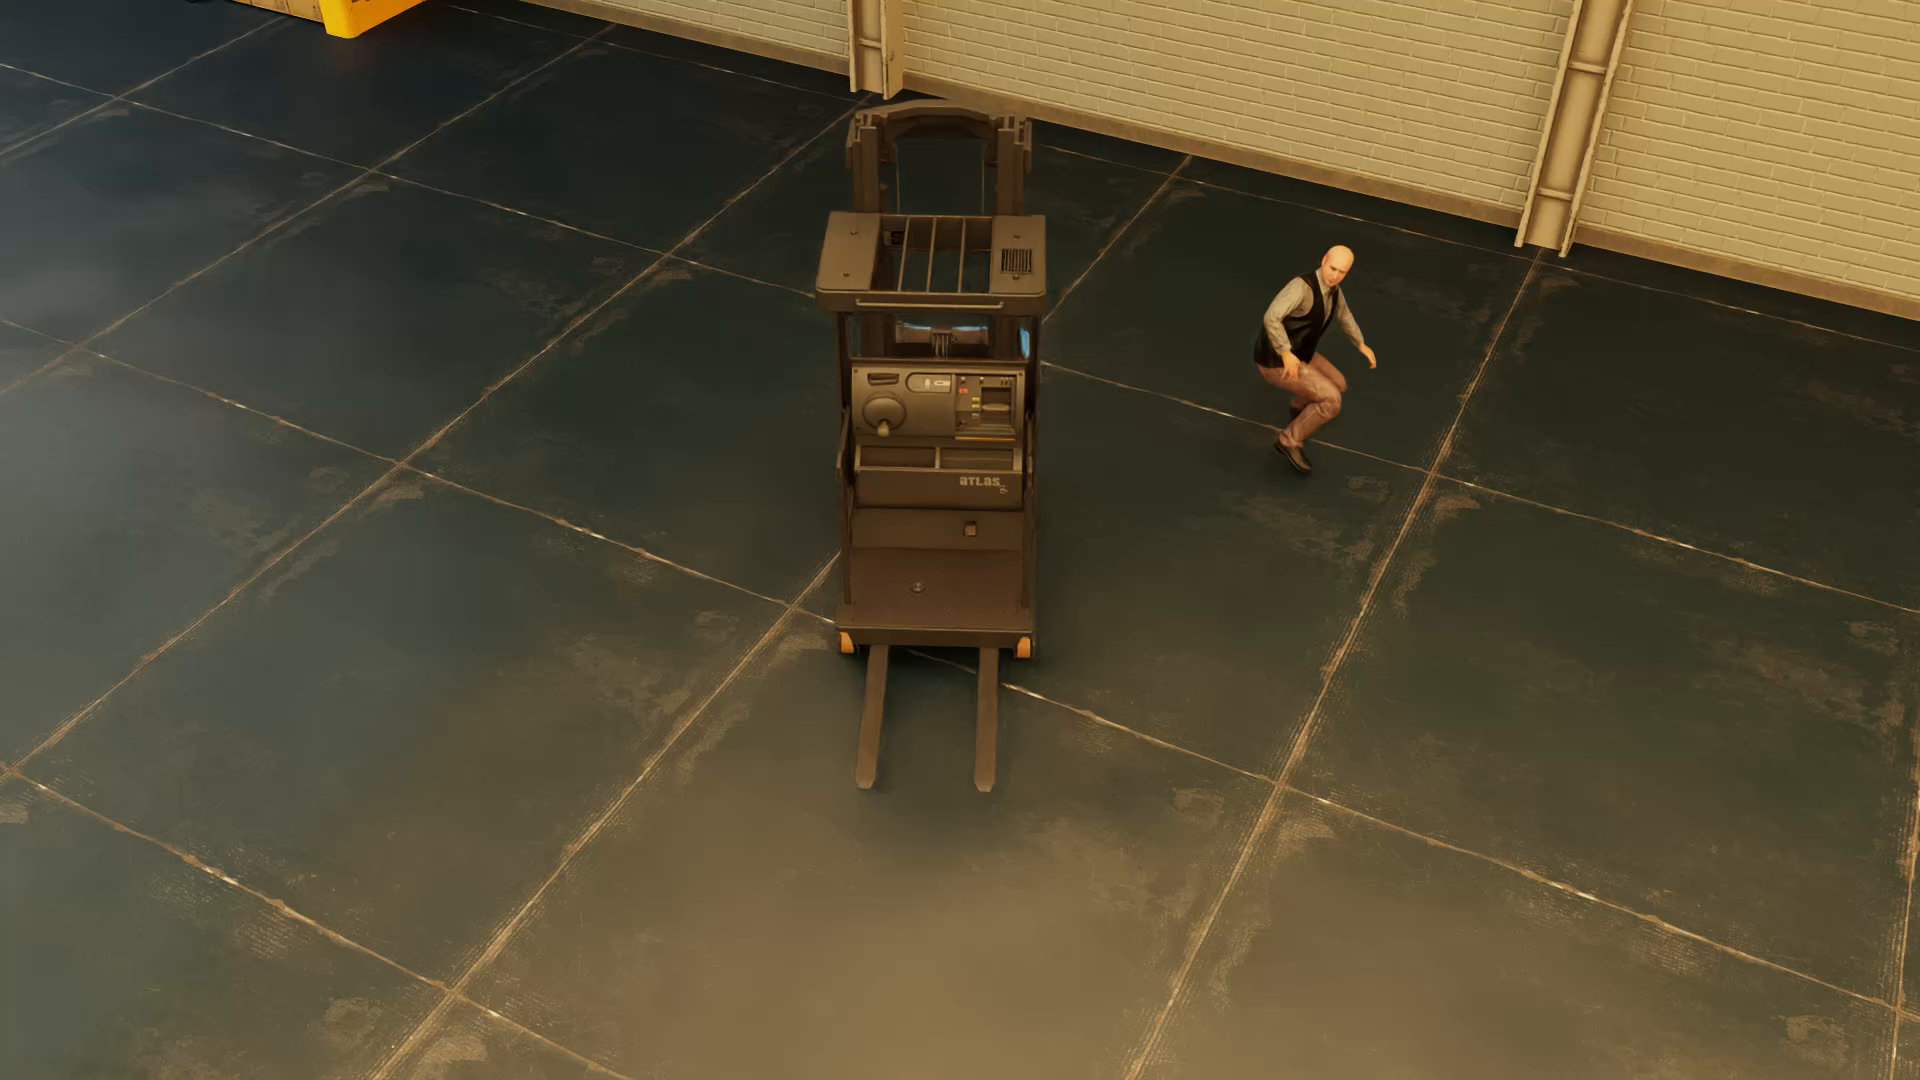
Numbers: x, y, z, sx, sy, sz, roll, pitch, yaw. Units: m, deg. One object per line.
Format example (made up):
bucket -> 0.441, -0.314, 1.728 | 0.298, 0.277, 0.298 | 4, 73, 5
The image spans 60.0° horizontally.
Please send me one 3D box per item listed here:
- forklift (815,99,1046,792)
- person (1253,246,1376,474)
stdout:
forklift -> -0.123, -0.661, 8.771 | 1.130, 2.935, 3.031 | 1, 40, 2
person -> 2.238, -1.179, 10.560 | 0.667, 1.501, 0.830 | 21, 45, 23
